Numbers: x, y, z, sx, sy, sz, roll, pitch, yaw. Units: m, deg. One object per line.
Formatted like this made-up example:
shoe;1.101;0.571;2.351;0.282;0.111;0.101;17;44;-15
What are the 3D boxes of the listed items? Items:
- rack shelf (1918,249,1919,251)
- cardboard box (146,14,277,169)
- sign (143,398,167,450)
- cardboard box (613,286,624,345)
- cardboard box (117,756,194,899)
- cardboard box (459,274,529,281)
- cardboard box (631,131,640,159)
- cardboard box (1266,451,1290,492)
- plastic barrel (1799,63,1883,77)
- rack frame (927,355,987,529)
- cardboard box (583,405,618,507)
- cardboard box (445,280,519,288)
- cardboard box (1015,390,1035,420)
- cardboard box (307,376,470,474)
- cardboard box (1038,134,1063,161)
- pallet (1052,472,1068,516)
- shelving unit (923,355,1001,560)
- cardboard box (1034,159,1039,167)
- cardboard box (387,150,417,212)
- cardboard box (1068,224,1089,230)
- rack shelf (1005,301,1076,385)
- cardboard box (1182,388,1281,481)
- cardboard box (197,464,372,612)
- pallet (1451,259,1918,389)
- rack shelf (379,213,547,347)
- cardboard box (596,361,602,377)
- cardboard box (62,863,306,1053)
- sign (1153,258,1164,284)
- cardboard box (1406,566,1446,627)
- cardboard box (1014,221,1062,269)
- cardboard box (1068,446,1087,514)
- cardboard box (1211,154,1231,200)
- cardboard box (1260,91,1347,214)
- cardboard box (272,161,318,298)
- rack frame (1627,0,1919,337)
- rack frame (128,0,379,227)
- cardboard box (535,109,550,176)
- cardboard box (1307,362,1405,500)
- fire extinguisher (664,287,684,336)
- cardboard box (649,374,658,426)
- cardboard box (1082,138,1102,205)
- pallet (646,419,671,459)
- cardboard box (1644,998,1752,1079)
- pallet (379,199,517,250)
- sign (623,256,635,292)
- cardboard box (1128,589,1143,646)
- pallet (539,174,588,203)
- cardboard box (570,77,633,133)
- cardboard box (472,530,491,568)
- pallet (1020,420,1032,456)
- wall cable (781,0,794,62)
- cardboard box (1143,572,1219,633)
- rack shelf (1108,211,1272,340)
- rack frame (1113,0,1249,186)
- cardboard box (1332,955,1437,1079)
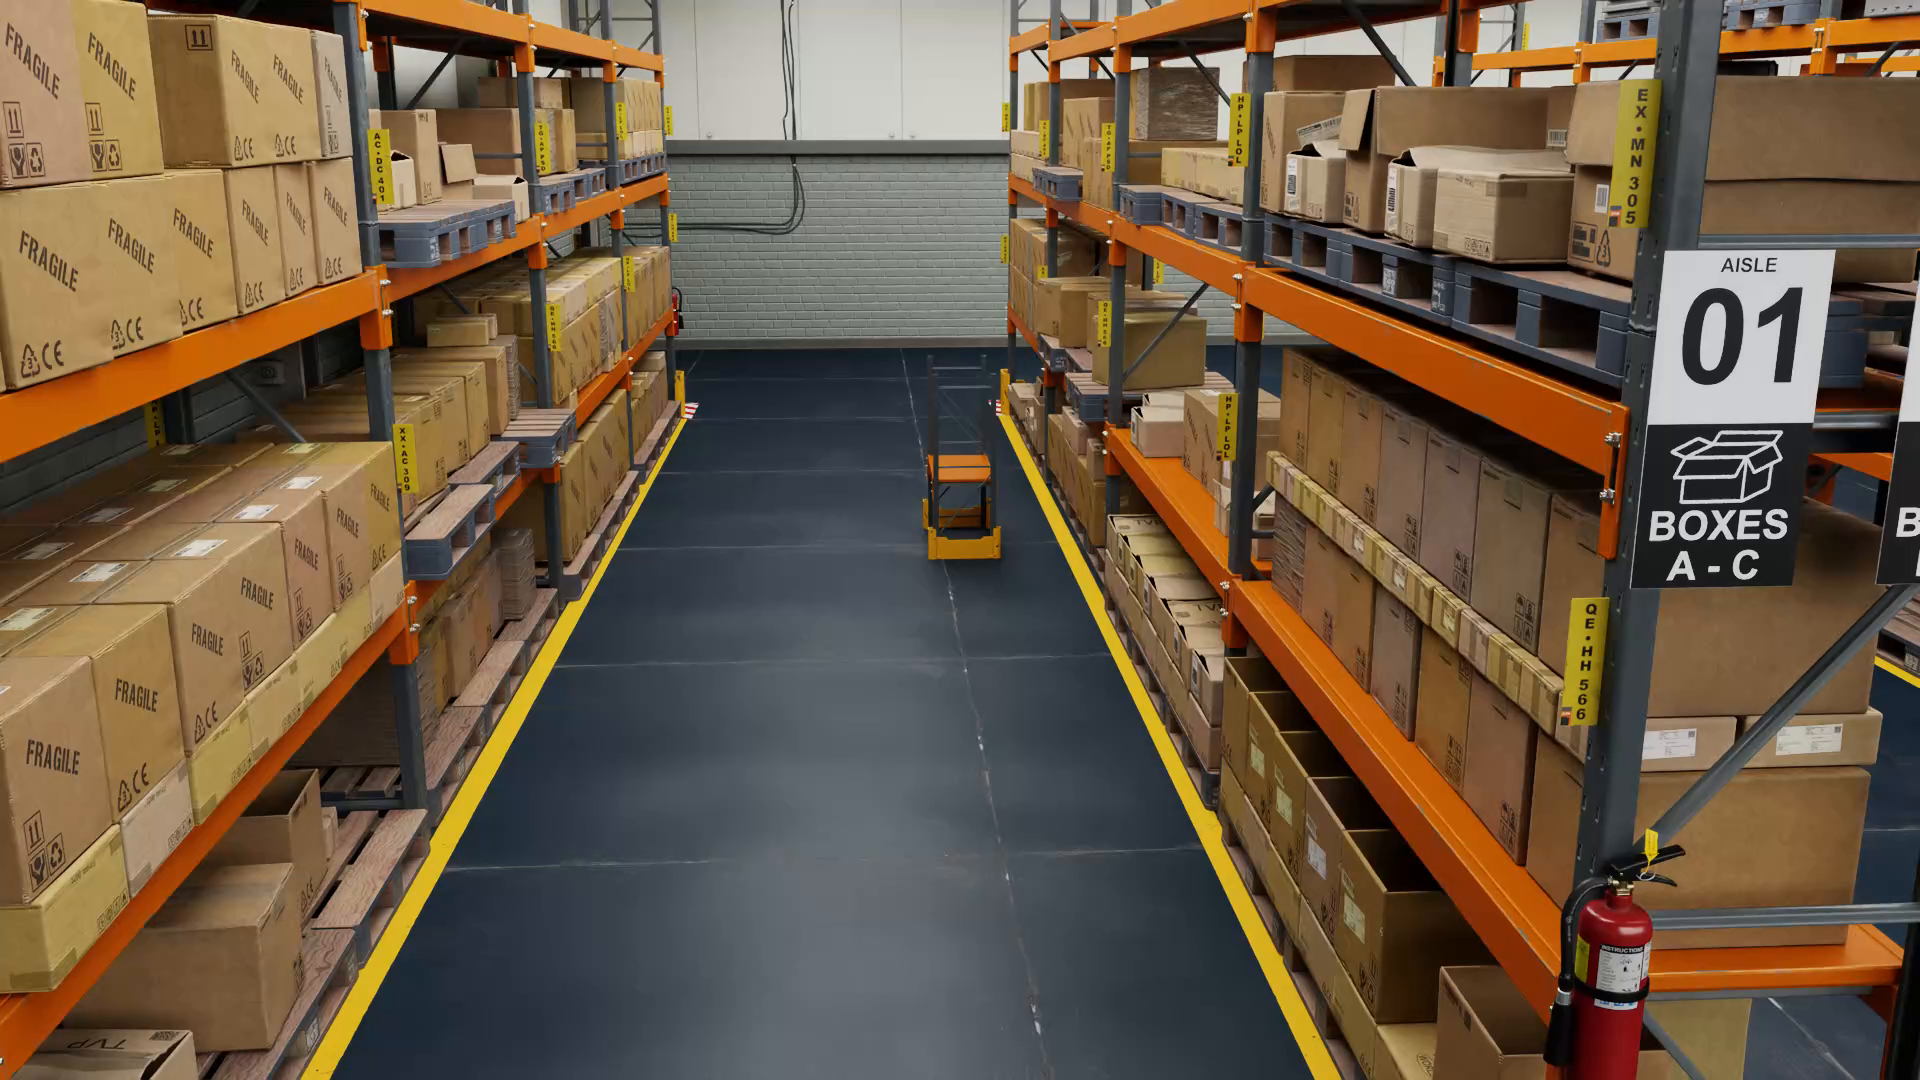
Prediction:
rack shelf;6.639;-1.704;10.052;1.077;0.370;4.000;-1;14;-3
cardboard box;-2.736;-1.558;5.793;0.500;0.500;0.500;-1;14;-5
sign;-3.679;-0.500;7.627;0.100;0.325;0.005;-1;14;-3
cardboard box;-3.341;-2.030;15.058;0.500;0.500;0.500;-1;14;-4
cardboard box;-2.637;0.854;4.950;0.500;0.250;0.500;-1;14;-5
cardboard box;-3.749;-2.001;13.441;0.500;0.250;0.500;-1;14;-5
cardboard box;-3.418;-3.873;16.298;0.500;0.250;0.500;-1;14;-5
cardboard box;1.642;-0.319;7.744;0.380;0.149;0.250;-1;14;-4
plastic barrel;6.483;-3.102;12.338;0.600;0.830;0.708;-1;14;-3
rack frame;-0.026;-0.832;14.248;0.500;1.500;0.032;-1;14;-3
cardboard box;-3.393;-0.720;14.277;0.750;0.750;0.750;0;14;-2
cardboard box;-3.717;-1.874;12.949;0.500;0.250;0.500;-1;14;-5
cardboard box;0.888;-1.504;18.487;0.500;0.250;0.500;-1;14;-3
cardboard box;-3.222;-0.640;9.410;0.700;0.500;0.500;1;14;4
cardboard box;1.022;-3.755;15.878;0.500;0.250;0.500;-1;14;-3
pallet;1.411;-0.464;15.405;1.003;0.211;1.213;-1;14;-3
shelving unit;0.005;-0.707;13.766;0.587;1.500;1.083;-1;14;-3
cardboard box;1.007;-3.637;16.425;0.500;0.250;0.500;-1;14;-3
cardboard box;-3.117;-1.852;8.522;0.500;0.311;0.500;0;14;-2
cardboard box;1.446;-3.182;18.168;0.500;0.500;0.500;0;14;-2
rack shelf;1.199;-2.165;17.864;1.077;0.370;4.000;-1;14;-3
cardboard box;1.691;-0.652;10.342;0.500;0.500;0.500;-2;15;-6
cardboard box;-2.750;-0.012;6.810;0.500;0.500;0.500;-1;14;-4
pallet;2.049;-0.618;4.565;1.003;0.211;1.213;-1;14;-3
rack shelf;-3.249;-1.551;9.457;1.077;0.370;4.000;-1;14;-3
cardboard box;-3.283;-1.493;14.272;0.380;0.149;0.250;-1;14;-3
cardboard box;-2.861;1.545;6.136;0.700;0.500;0.500;-2;15;-7
sign;1.877;-2.586;15.734;0.100;0.325;0.005;-1;14;-3
cardboard box;1.771;0.192;5.759;0.380;0.149;0.250;0;14;-2
cardboard box;0.880;-3.299;18.621;0.500;0.500;0.500;-1;14;-3
cardboard box;1.208;-0.512;14.129;0.500;0.500;0.500;-1;14;-6
cardboard box;1.762;-2.086;9.553;0.500;0.250;0.500;-2;15;-8
cardboard box;1.587;-1.669;7.150;0.500;0.500;0.500;0;14;1
cardboard box;-2.828;-1.212;6.456;0.500;0.500;0.500;-2;15;-8
rack frame;2.067;-1.937;3.495;1.000;3.000;0.127;-1;14;-3
rack frame;-3.125;-2.854;7.060;1.000;3.000;0.127;-1;14;-3
cardboard box;-3.567;-3.046;12.743;0.700;0.500;0.500;0;14;-1
cardboard box;1.885;-0.467;7.018;0.700;0.500;0.500;-1;14;-4
fire extinguisher;-3.417;-2.760;19.637;0.296;0.674;0.183;-1;14;-3
cardboard box;-3.662;-1.504;18.026;0.700;0.500;0.500;-1;14;-5
cardboard box;1.447;-2.886;13.004;0.910;0.500;0.500;-1;14;-3
pallet;-3.668;-1.082;17.810;1.003;0.211;1.213;-1;14;-3
cardboard box;2.223;1.472;5.454;0.500;0.500;0.500;-1;14;-3
pallet;-3.124;-1.724;9.063;1.213;0.211;1.003;-1;14;-3
sign;-3.080;-2.472;15.448;0.100;0.325;0.005;-1;14;-3
cardboard box;1.381;0.496;10.754;0.500;0.250;0.500;-1;14;-5
pallet;-3.538;-2.742;13.024;1.003;0.211;1.213;0;14;-1
cardboard box;-3.385;-4.115;15.733;0.500;0.500;0.500;-1;14;-4
cardboard box;-3.303;0.012;10.590;0.500;0.250;0.500;-1;14;-2
pallet;1.203;-1.140;18.035;1.003;0.211;1.213;-1;14;-3
wall cable;-1.162;-8.235;24.068;3.097;2.526;0.112;-1;14;-3
cardboard box;1.413;0.356;10.175;0.500;0.311;0.500;-1;14;-4
rack shelf;1.695;-1.628;9.758;1.077;0.370;4.000;-1;14;-3
rack frame;1.571;-3.926;11.228;1.000;3.000;0.127;-1;14;-3
cardboard box;1.663;1.719;5.999;0.500;0.250;0.500;-1;14;-3
